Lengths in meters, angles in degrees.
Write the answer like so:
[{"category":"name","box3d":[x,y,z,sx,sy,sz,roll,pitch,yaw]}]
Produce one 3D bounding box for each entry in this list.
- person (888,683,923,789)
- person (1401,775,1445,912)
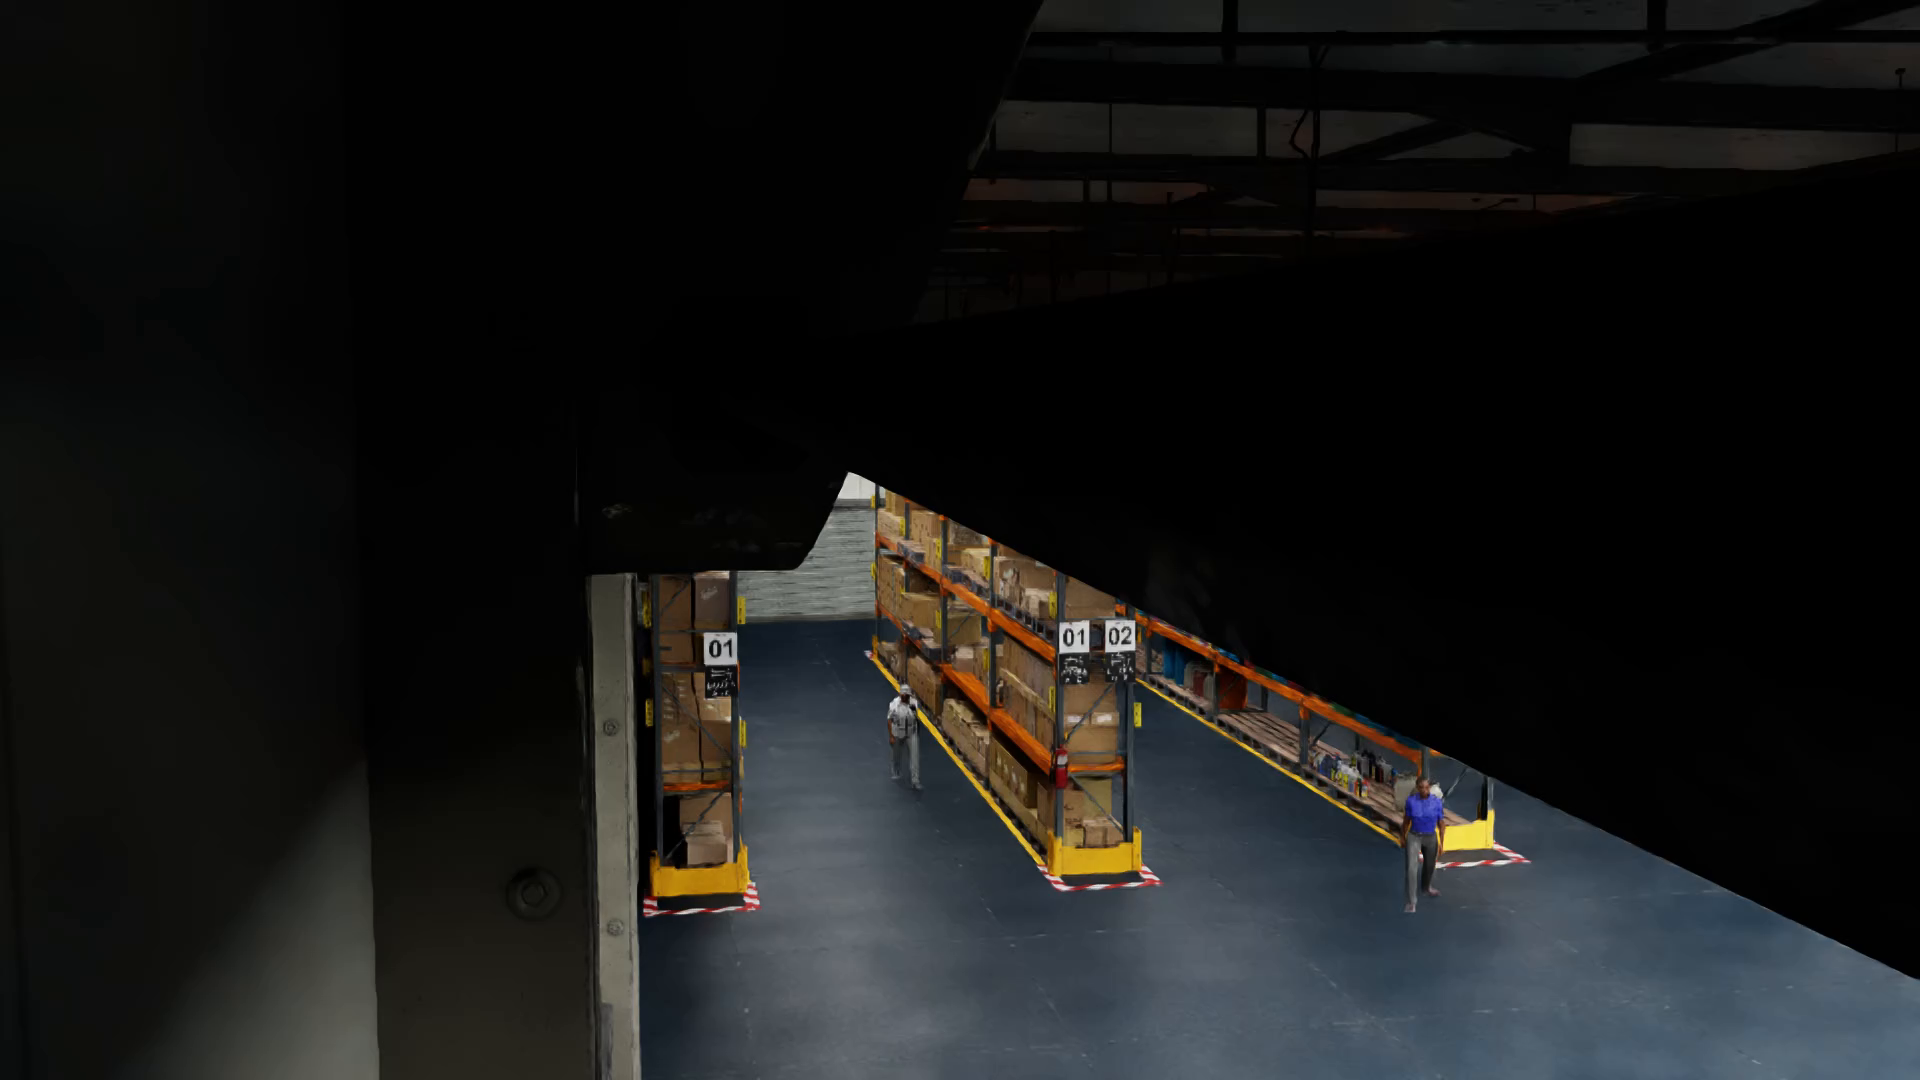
[{"category":"person","box3d":[-0.848,2.941,25.252,0.497,1.583,1.090,-1,6,-9]},{"category":"person","box3d":[5.461,3.526,19.605,0.494,1.595,0.923,1,6,10]}]
